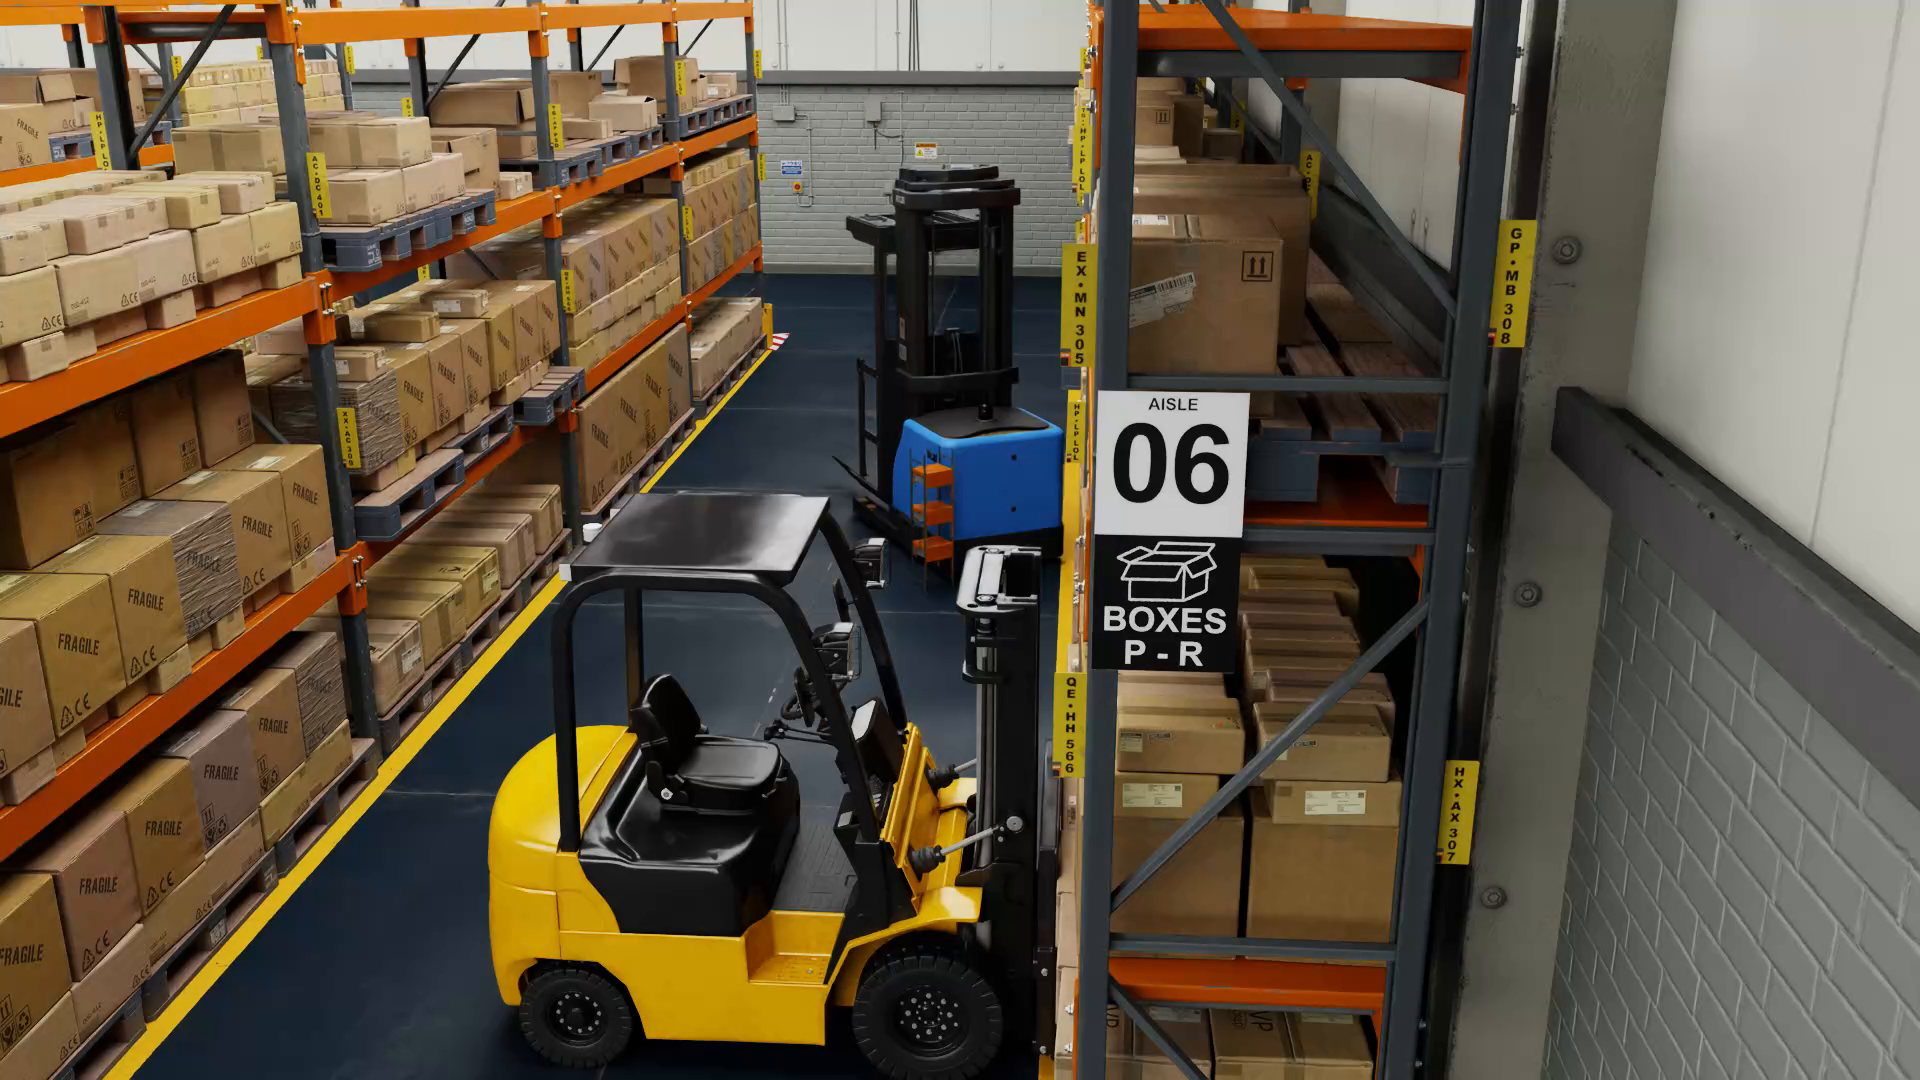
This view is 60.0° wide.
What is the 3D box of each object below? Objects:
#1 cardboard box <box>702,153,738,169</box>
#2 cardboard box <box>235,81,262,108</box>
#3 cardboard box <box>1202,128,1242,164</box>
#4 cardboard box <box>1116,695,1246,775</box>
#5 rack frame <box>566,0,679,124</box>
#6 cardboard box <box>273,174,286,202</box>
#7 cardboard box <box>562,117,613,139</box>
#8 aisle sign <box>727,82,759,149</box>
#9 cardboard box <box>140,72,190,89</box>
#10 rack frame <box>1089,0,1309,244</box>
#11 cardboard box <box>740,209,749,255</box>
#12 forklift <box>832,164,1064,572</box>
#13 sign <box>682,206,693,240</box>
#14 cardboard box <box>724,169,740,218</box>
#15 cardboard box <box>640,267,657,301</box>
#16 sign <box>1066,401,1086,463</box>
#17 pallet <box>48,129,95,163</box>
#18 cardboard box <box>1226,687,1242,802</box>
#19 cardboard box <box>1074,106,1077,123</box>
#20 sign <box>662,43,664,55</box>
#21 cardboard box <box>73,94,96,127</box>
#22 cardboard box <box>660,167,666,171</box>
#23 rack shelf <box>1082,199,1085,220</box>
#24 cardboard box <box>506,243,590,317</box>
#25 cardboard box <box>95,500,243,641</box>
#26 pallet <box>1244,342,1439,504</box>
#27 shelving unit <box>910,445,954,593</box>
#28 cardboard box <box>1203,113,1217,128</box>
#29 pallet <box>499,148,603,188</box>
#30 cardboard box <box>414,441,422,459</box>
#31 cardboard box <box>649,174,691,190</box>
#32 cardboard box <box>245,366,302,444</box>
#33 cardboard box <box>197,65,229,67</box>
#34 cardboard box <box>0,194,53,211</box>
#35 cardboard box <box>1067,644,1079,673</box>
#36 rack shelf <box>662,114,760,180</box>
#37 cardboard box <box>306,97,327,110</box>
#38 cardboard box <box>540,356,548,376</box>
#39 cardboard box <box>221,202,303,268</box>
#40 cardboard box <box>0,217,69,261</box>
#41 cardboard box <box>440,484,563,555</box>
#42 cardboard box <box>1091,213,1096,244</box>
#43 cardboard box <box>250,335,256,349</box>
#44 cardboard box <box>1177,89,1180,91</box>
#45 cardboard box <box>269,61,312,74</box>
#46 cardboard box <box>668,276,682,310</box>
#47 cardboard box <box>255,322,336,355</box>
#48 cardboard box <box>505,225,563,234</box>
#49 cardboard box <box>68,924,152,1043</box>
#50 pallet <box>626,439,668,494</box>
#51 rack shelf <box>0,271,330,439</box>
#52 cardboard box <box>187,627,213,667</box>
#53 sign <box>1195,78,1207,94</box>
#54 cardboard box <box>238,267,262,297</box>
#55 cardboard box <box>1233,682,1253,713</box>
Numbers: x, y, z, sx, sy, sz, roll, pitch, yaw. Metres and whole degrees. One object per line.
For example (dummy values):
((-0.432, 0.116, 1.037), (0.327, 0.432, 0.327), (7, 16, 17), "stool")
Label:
((-2.762, -4.346, 19.061), (0.380, 0.149, 0.250), (2, 18, 5), "cardboard box")
((-7.815, -4.753, 17.732), (0.500, 0.250, 0.500), (2, 18, 5), "cardboard box")
((1.634, -2.646, 11.270), (0.500, 0.250, 0.500), (1, 18, 4), "cardboard box")
((0.672, 0.596, 5.107), (0.380, 0.149, 0.250), (1, 18, 4), "cardboard box")
((-3.235, -5.478, 15.690), (1.000, 3.000, 0.127), (1, 18, 4), "rack frame")
((-3.911, -1.881, 9.096), (0.500, 0.250, 0.500), (1, 18, 3), "cardboard box")
((-3.220, -3.551, 14.326), (0.380, 0.166, 0.250), (3, 18, 9), "cardboard box")
((-2.633, -5.121, 20.058), (0.394, 0.787, 0.004), (1, 18, 4), "aisle sign")
((-7.917, -4.573, 16.541), (0.380, 0.149, 0.250), (1, 18, 3), "cardboard box")
((1.143, -2.884, 7.773), (1.000, 3.000, 0.127), (1, 18, 4), "rack frame")
((-2.769, -3.606, 19.450), (0.500, 0.500, 0.500), (1, 18, 3), "cardboard box")
((-0.251, -1.573, 13.515), (1.130, 2.935, 3.031), (-8, 20, -22), "forklift")
((-2.693, -3.131, 16.429), (0.100, 0.325, 0.005), (1, 18, 4), "sign")
((-2.792, -3.921, 18.805), (0.500, 0.500, 0.500), (1, 18, 4), "cardboard box")
((-3.083, -2.335, 15.170), (0.500, 0.250, 0.500), (2, 18, 5), "cardboard box")
((0.601, -0.555, 8.567), (0.100, 0.325, 0.005), (1, 18, 4), "sign")
((-8.401, -3.531, 14.867), (1.213, 0.211, 1.003), (1, 18, 4), "pallet")
((1.184, 0.852, 5.846), (0.500, 0.500, 0.500), (2, 18, 6), "cardboard box")
((1.245, -3.907, 15.282), (0.380, 0.149, 0.250), (1, 18, 5), "cardboard box")
((-3.501, -5.762, 19.844), (0.100, 0.325, 0.005), (1, 18, 4), "sign")
((-8.452, -4.021, 15.527), (0.500, 0.311, 0.500), (1, 18, 3), "cardboard box")
((-3.375, -3.957, 17.873), (0.380, 0.149, 0.250), (1, 18, 3), "cardboard box")
((1.573, -2.980, 14.039), (1.077, 0.370, 4.000), (1, 18, 4), "rack shelf")
((-3.242, -2.056, 13.113), (0.500, 0.500, 0.500), (1, 18, 2), "cardboard box")
((-3.655, 0.133, 7.561), (0.500, 0.500, 0.500), (2, 18, 5), "cardboard box")
((0.933, -0.393, 5.131), (1.003, 0.211, 1.213), (1, 18, 4), "pallet")
((-0.205, -0.154, 12.206), (0.252, 1.050, 0.215), (-12, 22, -32), "shelving unit")
((1.732, -3.069, 12.277), (0.380, 0.149, 0.250), (1, 18, 2), "cardboard box")
((-3.528, -2.922, 13.009), (1.213, 0.211, 1.003), (2, 18, 6), "pallet")
((-3.483, -0.555, 10.028), (0.380, 0.149, 0.250), (2, 18, 7), "cardboard box")
((-2.951, -3.631, 16.878), (0.380, 0.149, 0.250), (2, 18, 5), "cardboard box")
((-4.004, -0.680, 9.368), (0.500, 0.500, 0.500), (1, 18, 3), "cardboard box")
((-8.283, -5.153, 18.312), (0.380, 0.149, 0.250), (2, 18, 6), "cardboard box")
((-4.187, -1.415, 7.229), (0.380, 0.149, 0.250), (1, 18, 2), "cardboard box")
((0.796, 0.742, 8.477), (0.500, 0.250, 0.500), (1, 18, 3), "cardboard box")
((-3.091, -4.332, 18.165), (1.077, 0.370, 4.000), (1, 18, 4), "rack shelf")
((-7.690, -4.997, 19.280), (0.500, 0.250, 0.500), (1, 18, 4), "cardboard box")
((-3.257, -1.273, 12.221), (0.380, 0.149, 0.250), (2, 18, 5), "cardboard box")
((-3.571, -1.495, 8.113), (0.500, 0.250, 0.500), (1, 18, 3), "cardboard box")
((-3.725, -1.163, 6.461), (0.380, 0.149, 0.250), (2, 18, 5), "cardboard box")
((-3.572, -0.161, 12.642), (0.950, 0.372, 0.625), (0, 18, 0), "cardboard box")
((0.734, -1.188, 6.794), (0.396, 0.266, 0.258), (1, 18, 3), "cardboard box")
((-7.904, -2.182, 18.213), (0.380, 0.149, 0.250), (1, 18, 2), "cardboard box")
((1.815, -4.036, 15.197), (0.380, 0.149, 0.250), (1, 18, 4), "cardboard box")
((-7.756, -5.466, 19.268), (0.380, 0.149, 0.250), (1, 18, 2), "cardboard box")
((-3.015, -2.411, 16.205), (0.500, 0.250, 0.500), (1, 18, 3), "cardboard box")
((-3.964, -1.202, 9.920), (0.380, 0.149, 0.250), (1, 18, 2), "cardboard box")
((-3.674, -2.388, 14.127), (0.500, 0.500, 0.500), (1, 18, 4), "cardboard box")
((-3.717, 1.804, 6.842), (0.500, 0.250, 0.500), (2, 18, 6), "cardboard box")
((-3.299, -0.681, 15.163), (1.003, 0.211, 1.213), (1, 18, 4), "pallet")
((-3.951, -0.605, 6.791), (1.077, 0.370, 4.000), (1, 18, 4), "rack shelf")
((-3.645, 0.478, 7.552), (0.380, 0.149, 0.250), (1, 18, 3), "cardboard box")
((2.270, -4.365, 15.646), (0.100, 0.325, 0.005), (1, 18, 4), "sign")
((-3.632, -1.268, 8.061), (0.380, 0.149, 0.250), (2, 18, 5), "cardboard box")
((1.118, 0.597, 5.581), (0.380, 0.149, 0.250), (1, 18, 3), "cardboard box")
